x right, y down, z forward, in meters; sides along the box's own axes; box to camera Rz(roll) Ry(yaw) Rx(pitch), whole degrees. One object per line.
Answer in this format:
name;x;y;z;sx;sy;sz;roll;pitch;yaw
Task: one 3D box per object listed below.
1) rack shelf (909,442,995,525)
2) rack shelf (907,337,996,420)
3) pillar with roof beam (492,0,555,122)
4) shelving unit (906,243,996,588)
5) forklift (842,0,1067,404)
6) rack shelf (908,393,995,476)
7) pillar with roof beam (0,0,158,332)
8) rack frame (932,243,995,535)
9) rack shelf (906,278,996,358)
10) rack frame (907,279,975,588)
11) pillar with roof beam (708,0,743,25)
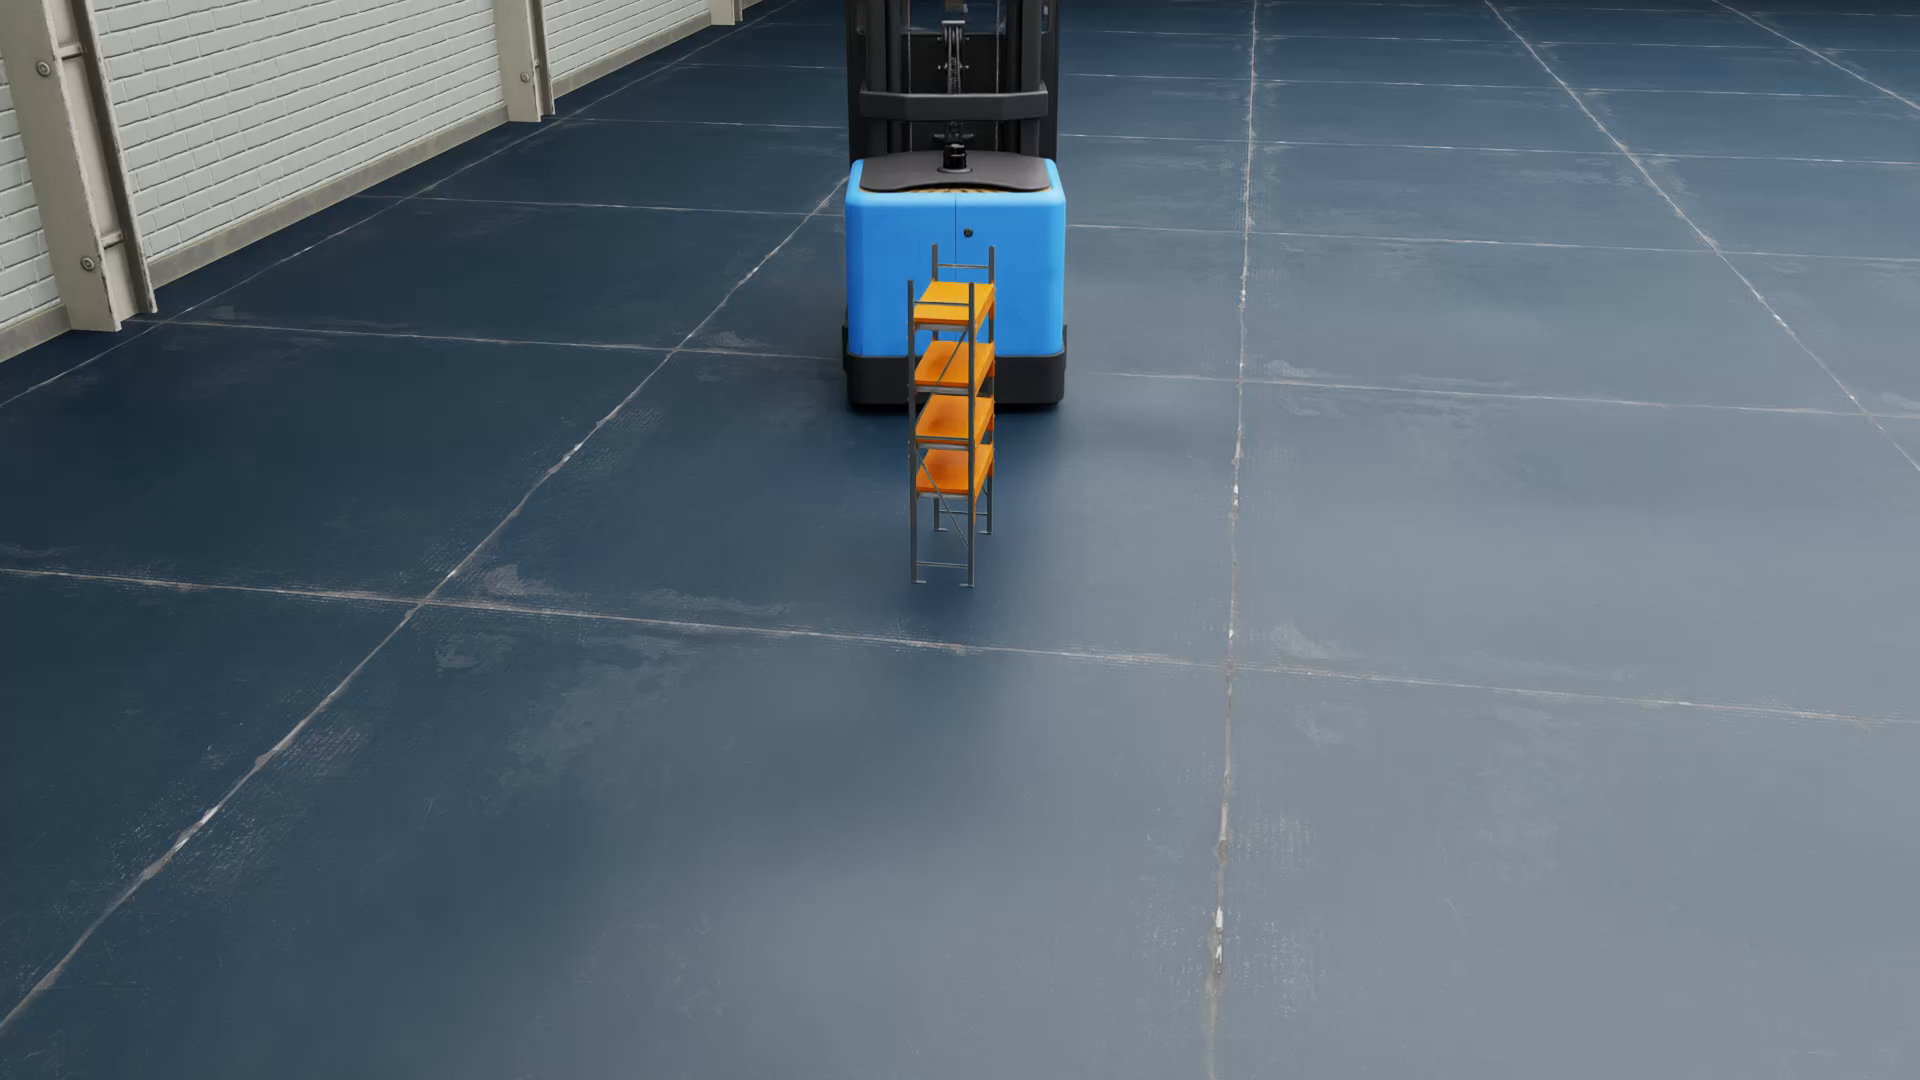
rack shelf;-0.027;-0.233;6.460;0.258;0.148;0.480;4;25;9
rack shelf;-0.027;-0.616;6.281;0.258;0.148;0.480;4;25;9
pillar with roof beam;0.430;-7.535;12.233;9.100;9.000;0.400;4;25;9
shelving unit;-0.027;-0.474;6.348;0.258;1.200;0.503;4;25;9
forklift;-0.041;-2.556;8.752;1.130;2.935;3.031;0;25;-1
rack shelf;-0.027;-0.413;6.376;0.258;0.148;0.480;4;25;9
pillar with roof beam;-0.551;-5.026;6.872;9.100;9.000;0.400;4;25;9
rack frame;0.013;-0.576;6.566;0.240;1.200;0.015;4;25;9
rack shelf;-0.027;-0.830;6.181;0.258;0.148;0.480;4;25;9
rack frame;-0.067;-0.372;6.130;0.240;1.200;0.015;4;25;9
pillar with roof beam;1.410;-10.045;17.594;9.100;9.000;0.400;4;25;9
